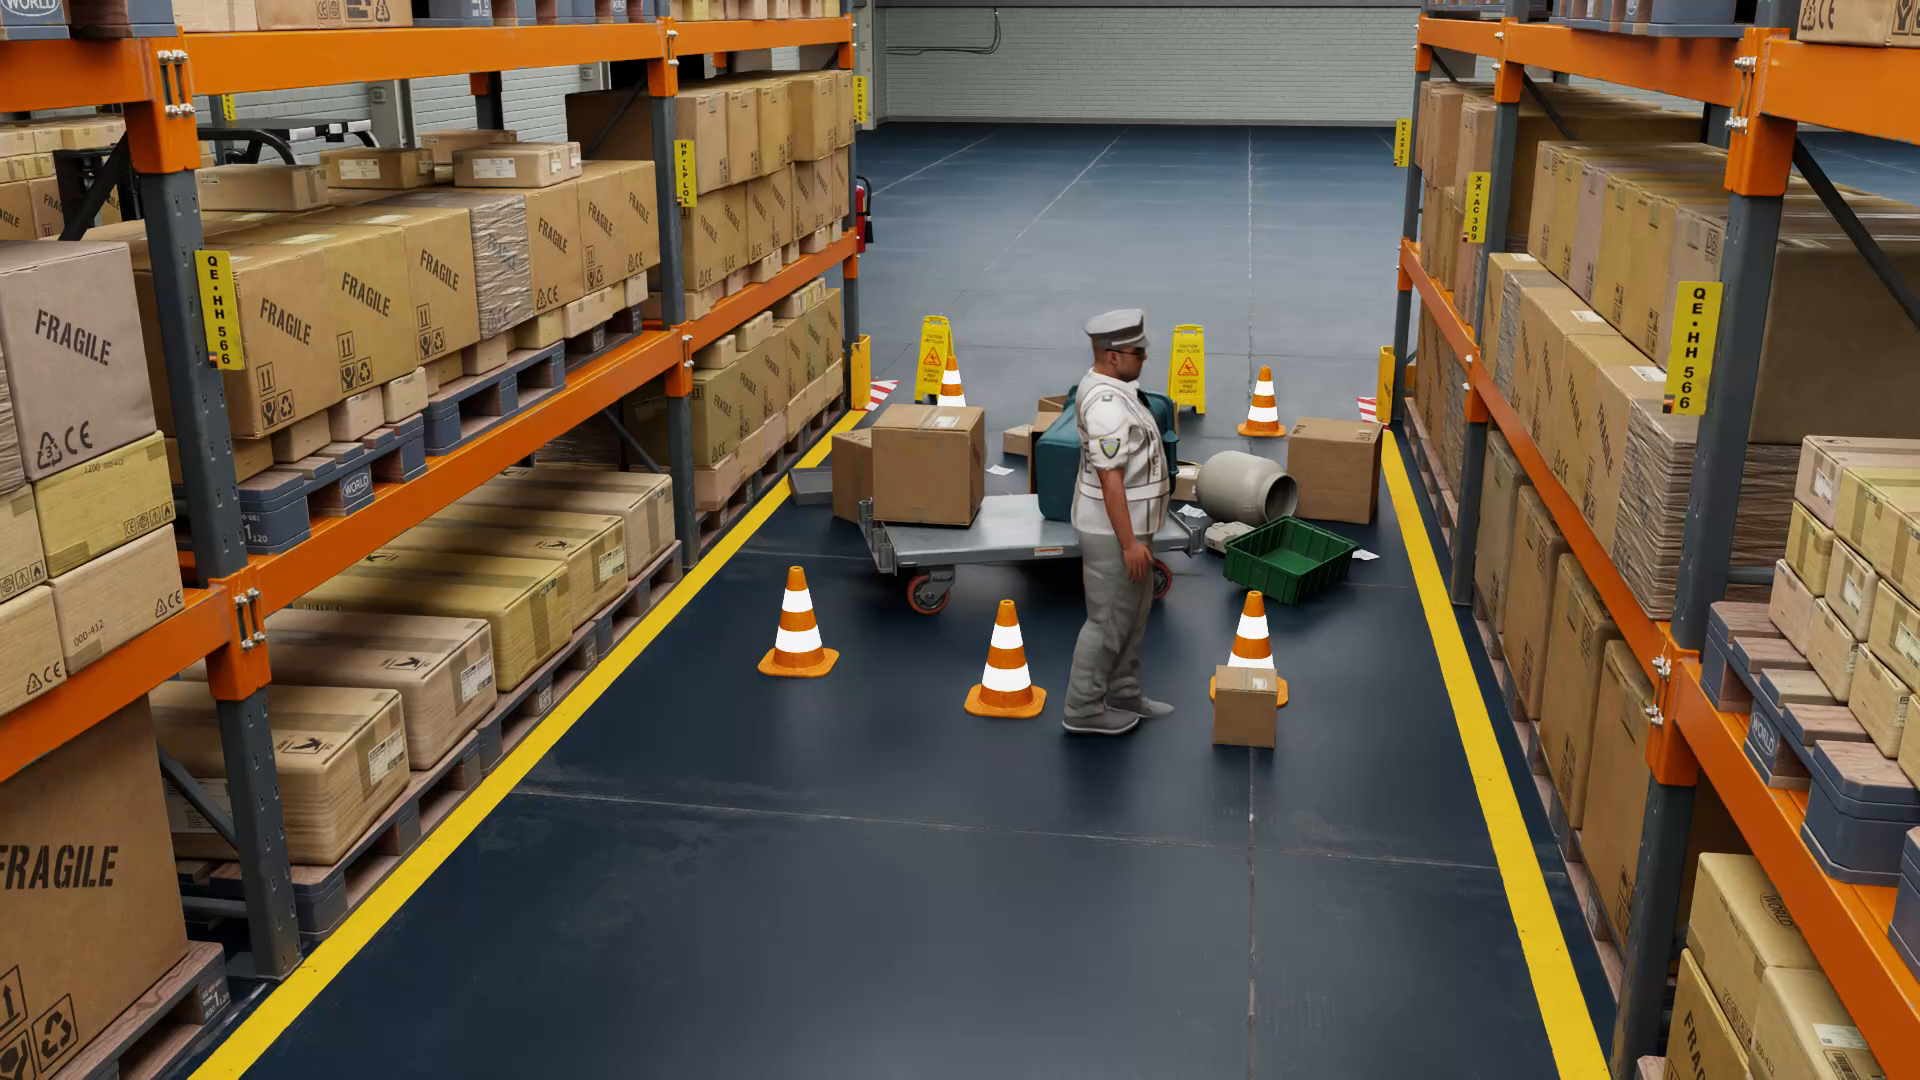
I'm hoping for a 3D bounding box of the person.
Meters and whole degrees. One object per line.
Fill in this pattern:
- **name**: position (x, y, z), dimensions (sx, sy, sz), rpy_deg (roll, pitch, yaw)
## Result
- **person**: position (0.686, -0.051, 6.708), dimensions (0.477, 1.781, 0.552), rpy_deg (1, 18, 3)
